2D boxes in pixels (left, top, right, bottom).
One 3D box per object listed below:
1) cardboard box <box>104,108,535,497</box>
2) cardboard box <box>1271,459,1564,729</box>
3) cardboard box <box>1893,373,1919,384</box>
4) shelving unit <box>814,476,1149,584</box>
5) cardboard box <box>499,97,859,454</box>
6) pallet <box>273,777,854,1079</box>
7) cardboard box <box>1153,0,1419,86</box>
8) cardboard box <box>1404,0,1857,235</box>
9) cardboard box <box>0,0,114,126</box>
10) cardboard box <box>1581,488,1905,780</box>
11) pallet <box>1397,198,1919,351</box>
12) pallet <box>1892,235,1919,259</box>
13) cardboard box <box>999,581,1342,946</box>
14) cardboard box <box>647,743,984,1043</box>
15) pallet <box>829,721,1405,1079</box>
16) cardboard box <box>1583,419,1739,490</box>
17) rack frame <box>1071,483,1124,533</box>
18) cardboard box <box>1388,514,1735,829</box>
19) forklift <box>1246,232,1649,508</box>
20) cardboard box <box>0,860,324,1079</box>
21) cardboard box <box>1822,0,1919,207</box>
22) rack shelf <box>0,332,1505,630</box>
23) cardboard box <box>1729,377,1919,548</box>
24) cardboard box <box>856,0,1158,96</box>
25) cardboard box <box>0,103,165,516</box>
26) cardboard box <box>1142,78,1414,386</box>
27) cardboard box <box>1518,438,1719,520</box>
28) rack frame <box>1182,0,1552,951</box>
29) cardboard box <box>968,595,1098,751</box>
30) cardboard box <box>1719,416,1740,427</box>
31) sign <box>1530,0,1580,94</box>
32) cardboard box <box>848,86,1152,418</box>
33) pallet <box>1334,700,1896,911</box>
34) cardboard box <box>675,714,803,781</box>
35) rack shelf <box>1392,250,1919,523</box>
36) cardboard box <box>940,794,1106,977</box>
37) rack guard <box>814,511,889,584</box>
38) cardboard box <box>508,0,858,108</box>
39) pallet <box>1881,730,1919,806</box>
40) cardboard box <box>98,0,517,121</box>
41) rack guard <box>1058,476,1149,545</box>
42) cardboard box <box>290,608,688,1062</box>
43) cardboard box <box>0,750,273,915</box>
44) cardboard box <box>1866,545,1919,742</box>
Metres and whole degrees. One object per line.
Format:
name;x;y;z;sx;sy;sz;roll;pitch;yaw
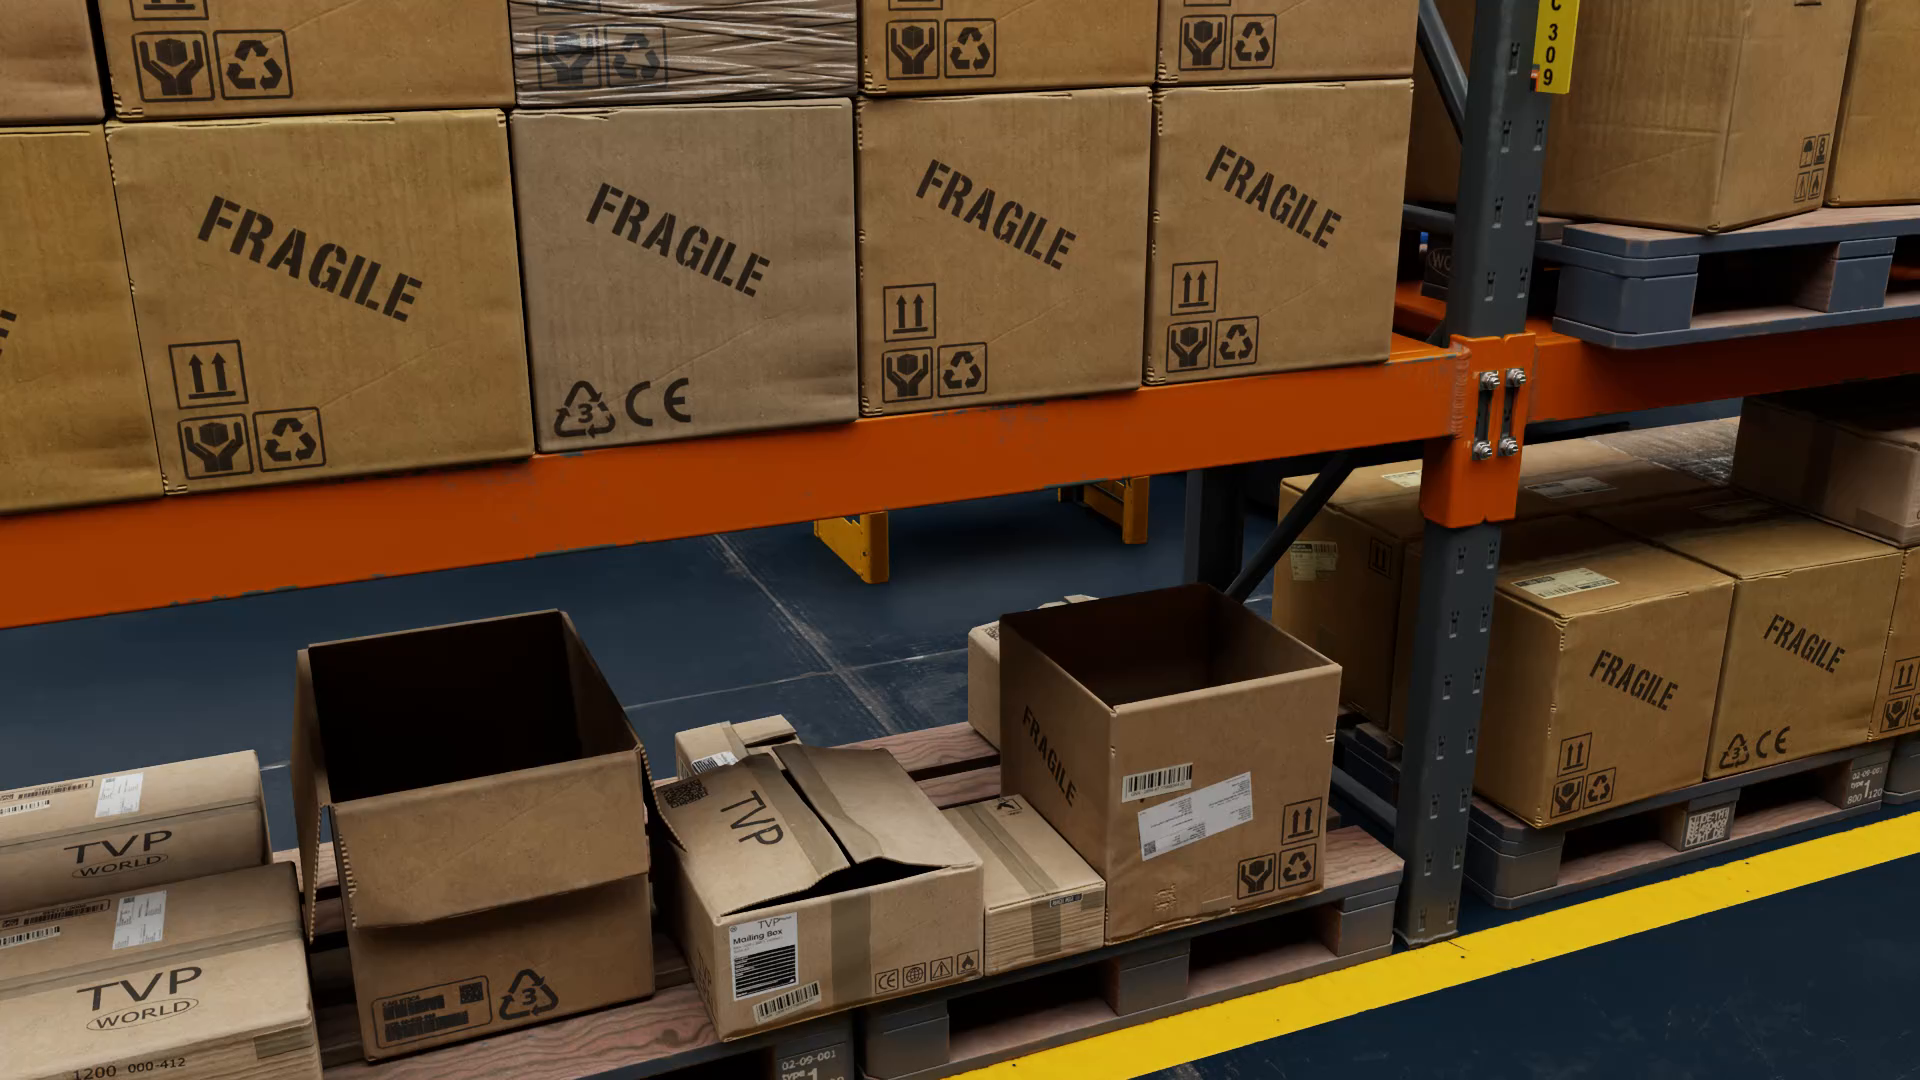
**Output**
cardboard box;-0.951;-0.400;2.492;0.500;0.500;0.500;-8;21;-21
cardboard box;1.157;0.118;4.273;0.500;0.500;0.500;-8;21;-22
cardboard box;2.736;-0.271;4.247;0.500;0.250;0.500;-9;21;-23
shelving unit;0.070;-0.717;5.801;1.083;1.500;0.587;-8;21;-22
cardboard box;-0.484;-0.468;2.685;0.500;0.500;0.500;-8;21;-21
pallet;-0.936;0.866;3.246;1.213;0.211;1.003;-8;21;-22
cardboard box;0.455;-1.075;2.902;0.500;0.500;0.500;-8;21;-22
cardboard box;1.341;-0.941;3.395;0.500;0.500;0.700;-17;26;-40
cardboard box;-1.406;-0.807;2.143;0.500;0.500;0.500;-8;21;-21
cardboard box;1.843;0.207;4.019;0.500;0.500;0.500;-8;21;-21
pallet;1.594;-0.683;3.734;1.213;0.211;1.003;-8;21;-22
pallet;2.706;-0.880;4.294;1.213;0.211;1.003;-8;21;-22
cardboard box;0.406;0.431;3.381;0.500;0.500;0.500;-8;21;-22
cardboard box;-0.282;0.619;3.133;0.500;0.311;0.500;-8;21;-22
pallet;0.186;0.704;3.705;1.213;0.211;1.003;-8;21;-22
cardboard box;2.075;-0.011;4.637;0.500;0.500;0.500;-8;21;-21
rack frame;0.545;-0.786;5.995;0.032;1.500;0.500;-8;21;-22
cardboard box;1.358;0.281;3.810;0.500;0.500;0.500;-9;21;-24
forklift;2.276;-1.805;6.734;3.031;2.935;1.130;-11;22;-27
cardboard box;-1.326;0.798;2.718;0.500;0.250;0.500;-8;21;-22
cardboard box;1.947;-1.051;3.707;0.500;0.500;0.700;-5;20;-13
rack shelf;-1.019;-0.099;2.870;4.000;0.370;1.077;-8;21;-22
cardboard box;2.276;-0.205;4.059;0.500;0.250;0.500;-8;21;-22
cardboard box;-0.014;-1.007;2.708;0.500;0.500;0.500;-9;21;-23
cardboard box;-1.410;-0.335;2.307;0.500;0.500;0.500;-8;21;-22
cardboard box;0.460;-0.605;3.072;0.500;0.500;0.500;-8;21;-21
cardboard box;1.614;0.055;4.450;0.500;0.500;0.500;-8;21;-22
rack frame;0.817;-0.702;3.498;0.127;3.000;1.000;-8;21;-22
cardboard box;0.346;0.348;3.902;0.500;0.311;0.500;-8;21;-22
cardboard box;2.541;-0.078;4.829;0.500;0.500;0.500;-9;21;-24
sign;1.039;-0.945;2.887;0.005;0.325;0.100;-8;21;-22
cardboard box;-0.013;-0.536;2.879;0.500;0.500;0.500;-8;21;-20
pallet;1.549;0.495;4.298;1.213;0.211;1.003;-8;21;-22
cardboard box;-0.444;0.533;3.594;0.250;0.166;0.380;-8;21;-22
rack shelf;2.653;-0.625;4.365;4.000;0.370;1.077;-8;21;-22
cardboard box;0.086;0.665;3.248;0.250;0.149;0.380;-8;21;-22
rack guard;-0.387;-0.062;5.823;0.087;0.250;0.587;-8;21;-22
cardboard box;-0.477;-0.940;2.520;0.500;0.500;0.500;-8;21;-21
pallet;2.671;0.333;4.757;1.213;0.211;1.003;-8;21;-22
cardboard box;-0.939;-0.875;2.333;0.500;0.500;0.500;-8;21;-22
rack guard;0.527;-0.193;6.195;0.087;0.250;0.587;-8;21;-22
cardboard box;-0.906;0.517;3.133;0.637;0.503;0.797;-8;21;-22
cardboard box;-1.570;0.652;3.133;0.500;0.250;0.500;-8;21;-22
cardboard box;2.305;0.144;4.199;0.500;0.500;0.500;-8;21;-21
